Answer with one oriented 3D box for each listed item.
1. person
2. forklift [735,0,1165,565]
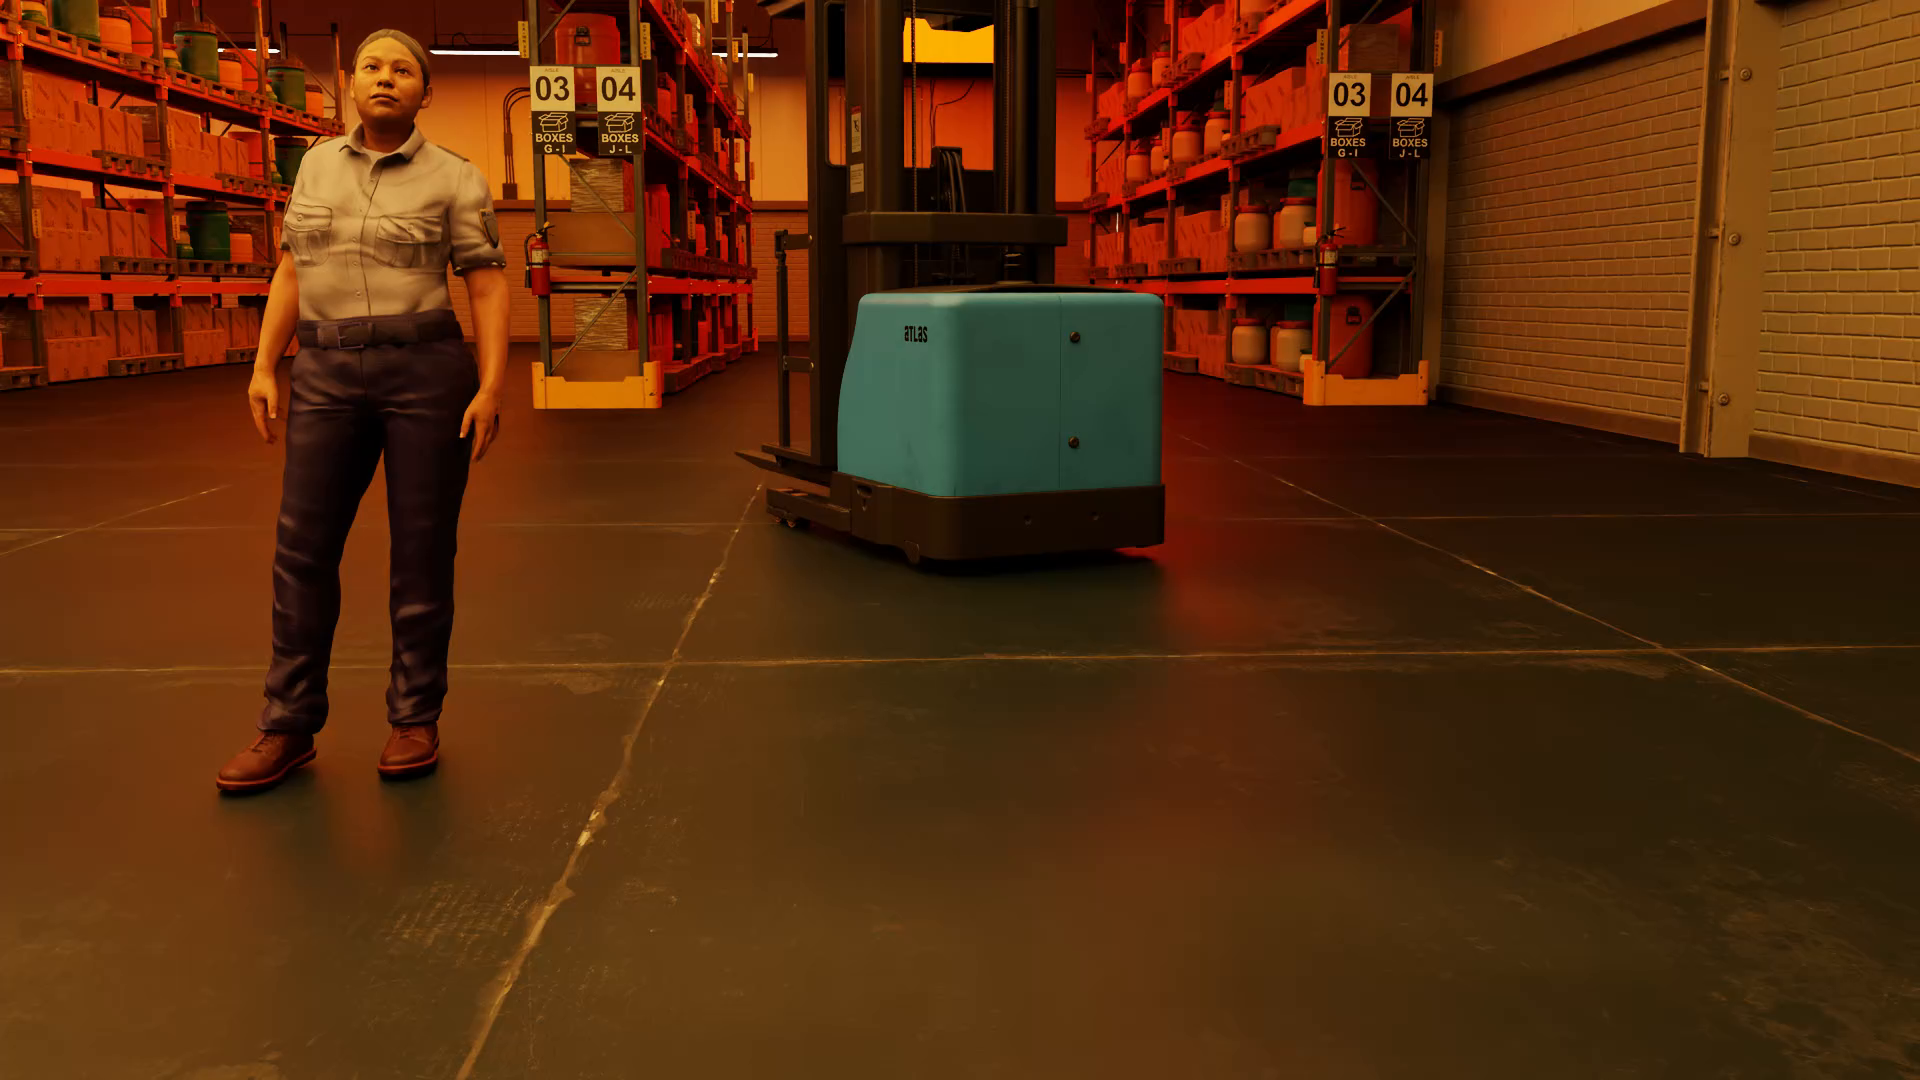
[{"bbox_3d":[-1.327,-0.304,3.701,0.598,1.651,0.502,0,8,0],"label":"person"},{"bbox_3d":[-0.264,-1.530,7.637,1.130,2.935,3.031,-4,9,-25],"label":"forklift"}]
